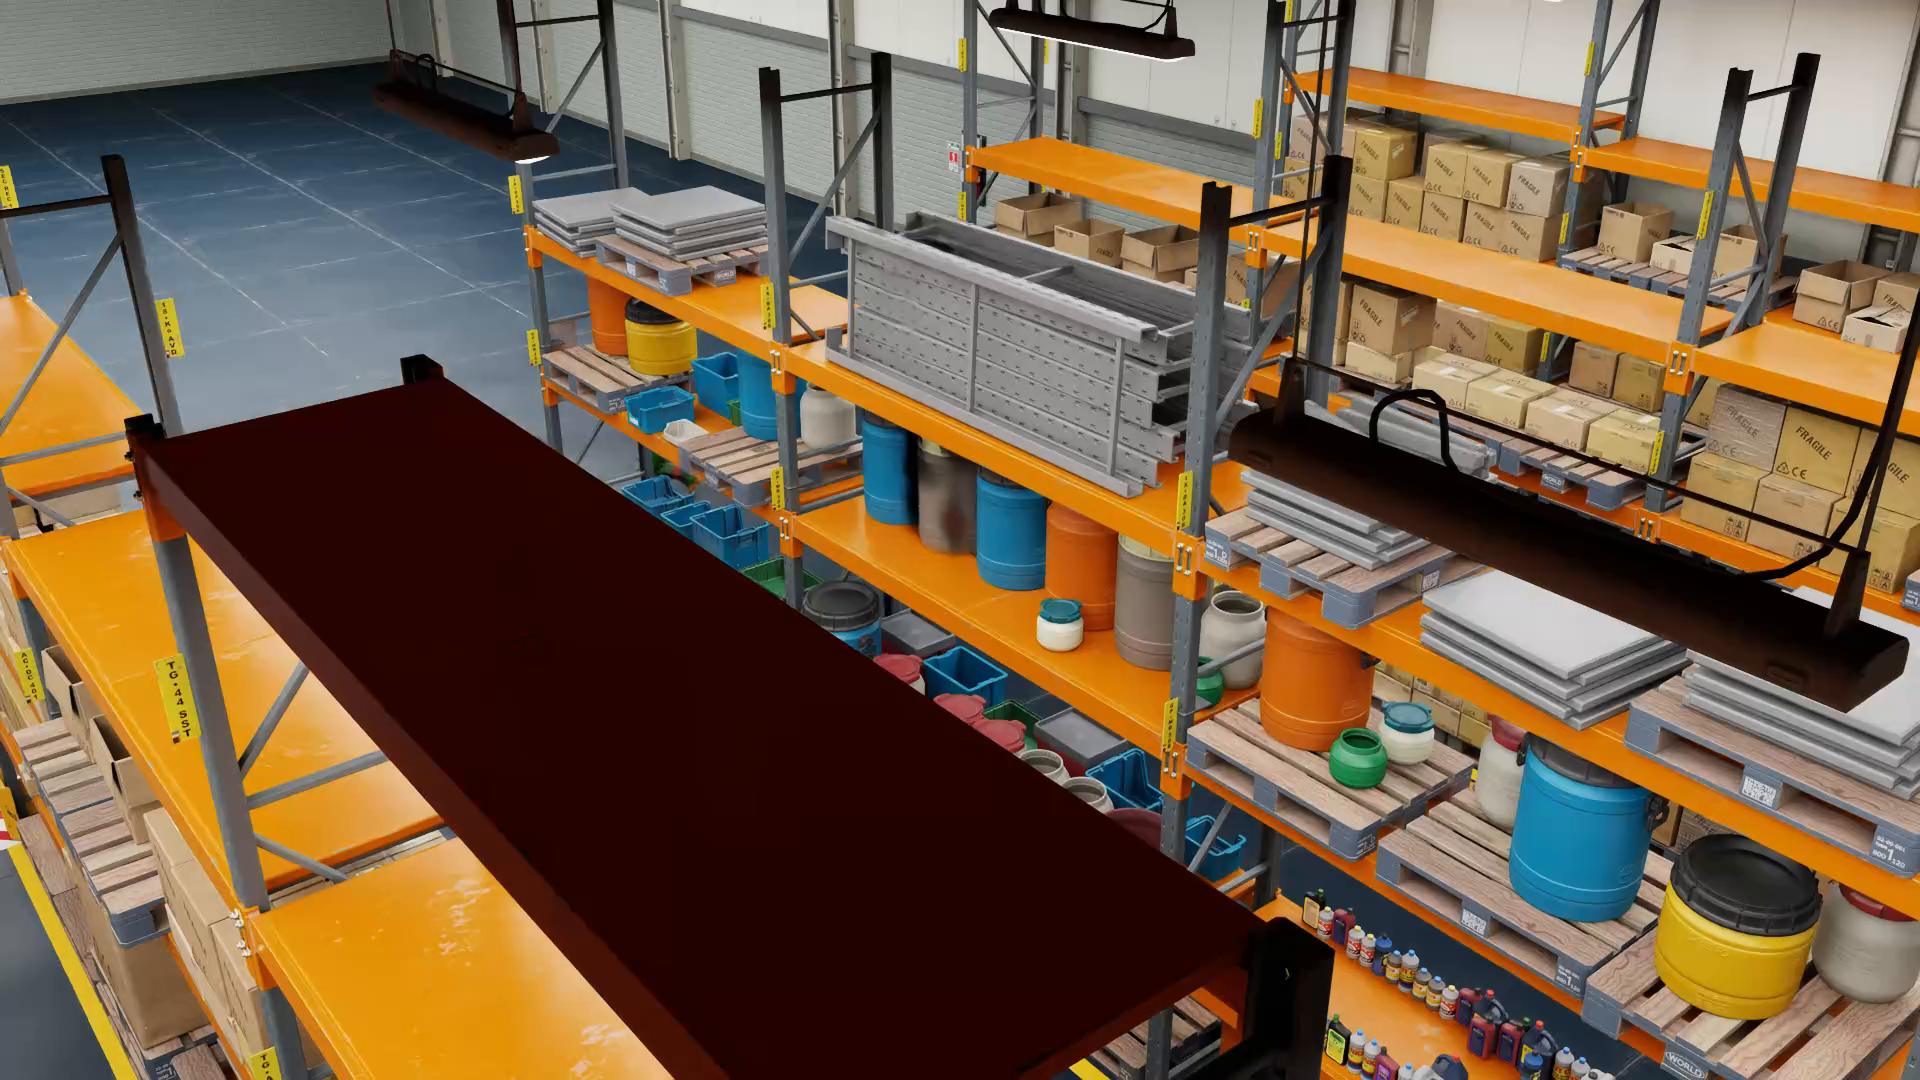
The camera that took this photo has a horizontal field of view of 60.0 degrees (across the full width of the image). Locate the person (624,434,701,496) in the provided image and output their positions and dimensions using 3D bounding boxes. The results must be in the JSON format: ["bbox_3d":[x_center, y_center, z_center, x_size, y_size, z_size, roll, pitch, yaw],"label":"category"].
[{"bbox_3d":[-3.343,-1.154,18.665,0.830,1.739,0.656,-9,27,-18],"label":"person"}]
